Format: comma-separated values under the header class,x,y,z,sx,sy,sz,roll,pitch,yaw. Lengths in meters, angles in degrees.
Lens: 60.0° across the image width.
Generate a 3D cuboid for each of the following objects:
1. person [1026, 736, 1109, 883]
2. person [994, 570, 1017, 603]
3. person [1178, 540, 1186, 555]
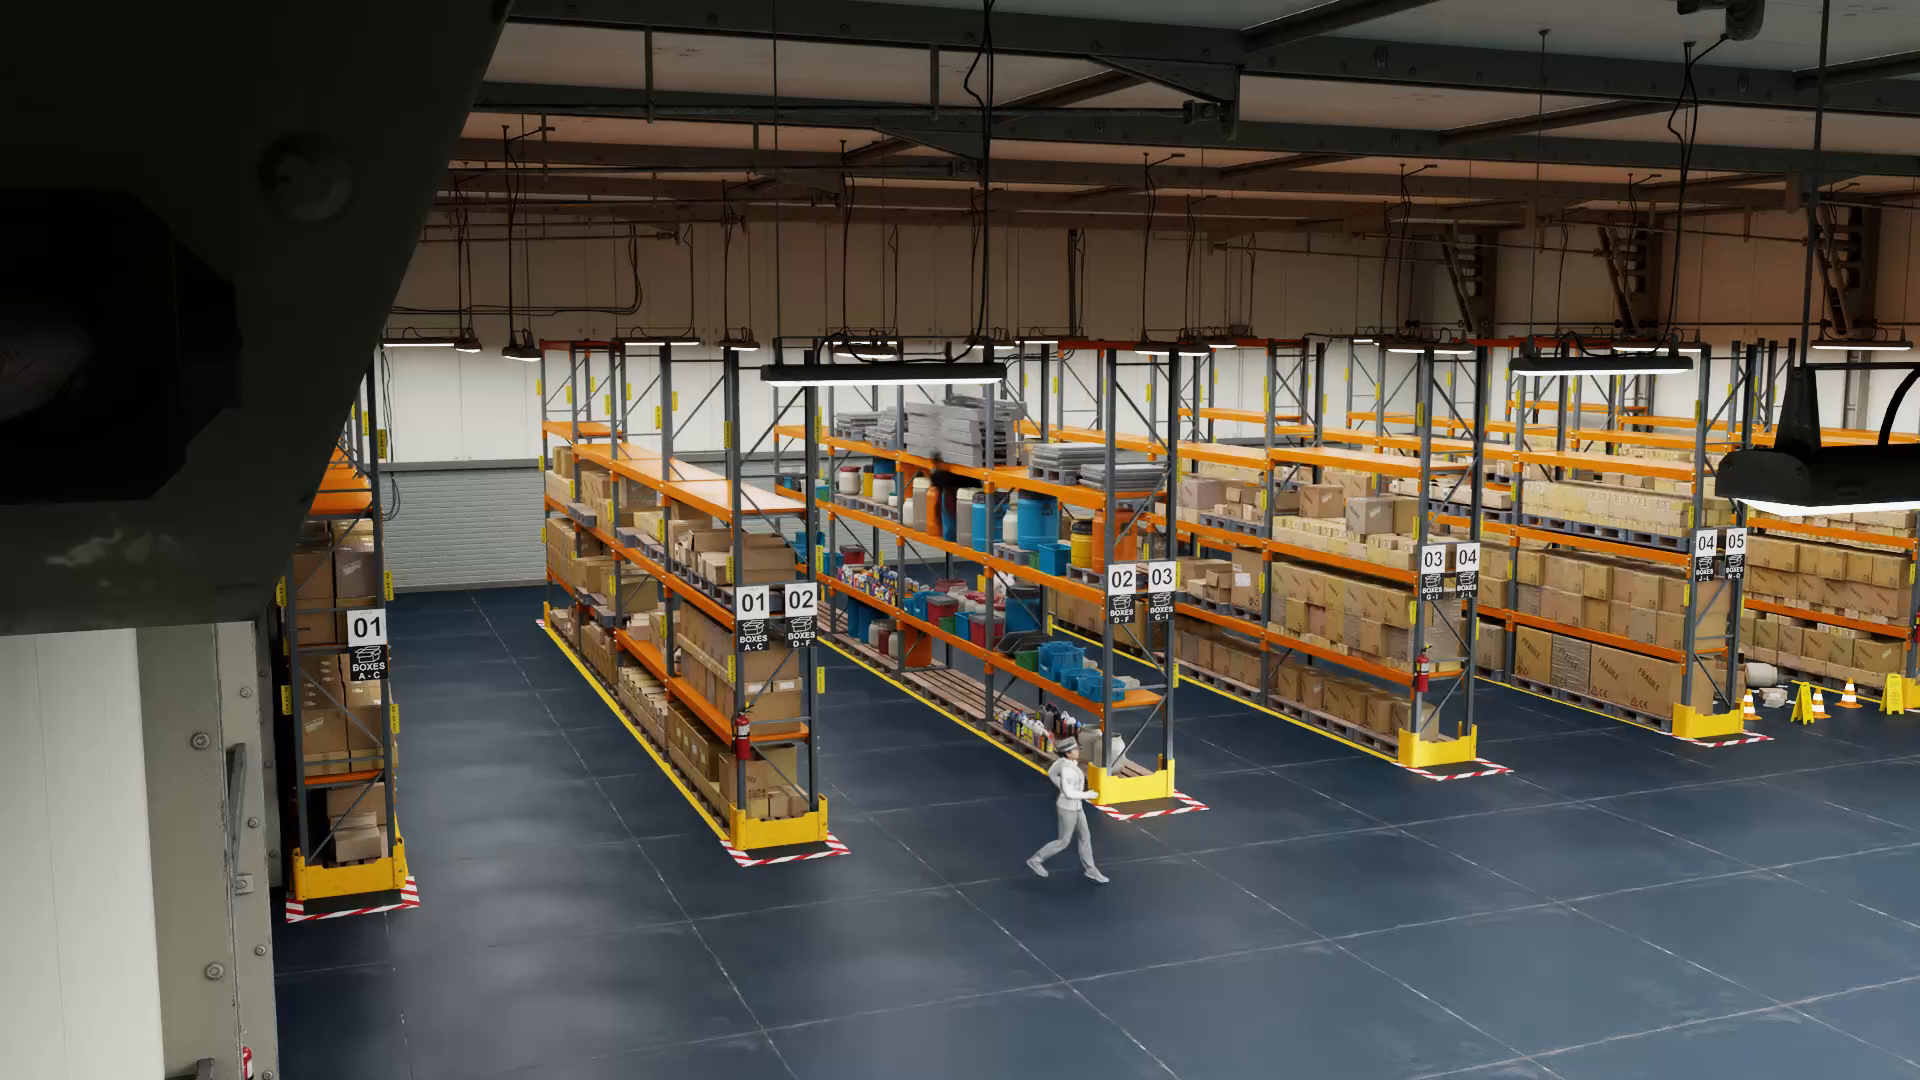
class,x,y,z,sx,sy,sz,roll,pitch,yaw
person,1.238,3.052,18.811,0.910,1.711,0.625,1,7,6
person,0.872,1.227,31.378,0.656,1.809,0.609,-4,8,-29
person,5.480,0.081,41.784,0.565,1.688,0.802,1,7,7
